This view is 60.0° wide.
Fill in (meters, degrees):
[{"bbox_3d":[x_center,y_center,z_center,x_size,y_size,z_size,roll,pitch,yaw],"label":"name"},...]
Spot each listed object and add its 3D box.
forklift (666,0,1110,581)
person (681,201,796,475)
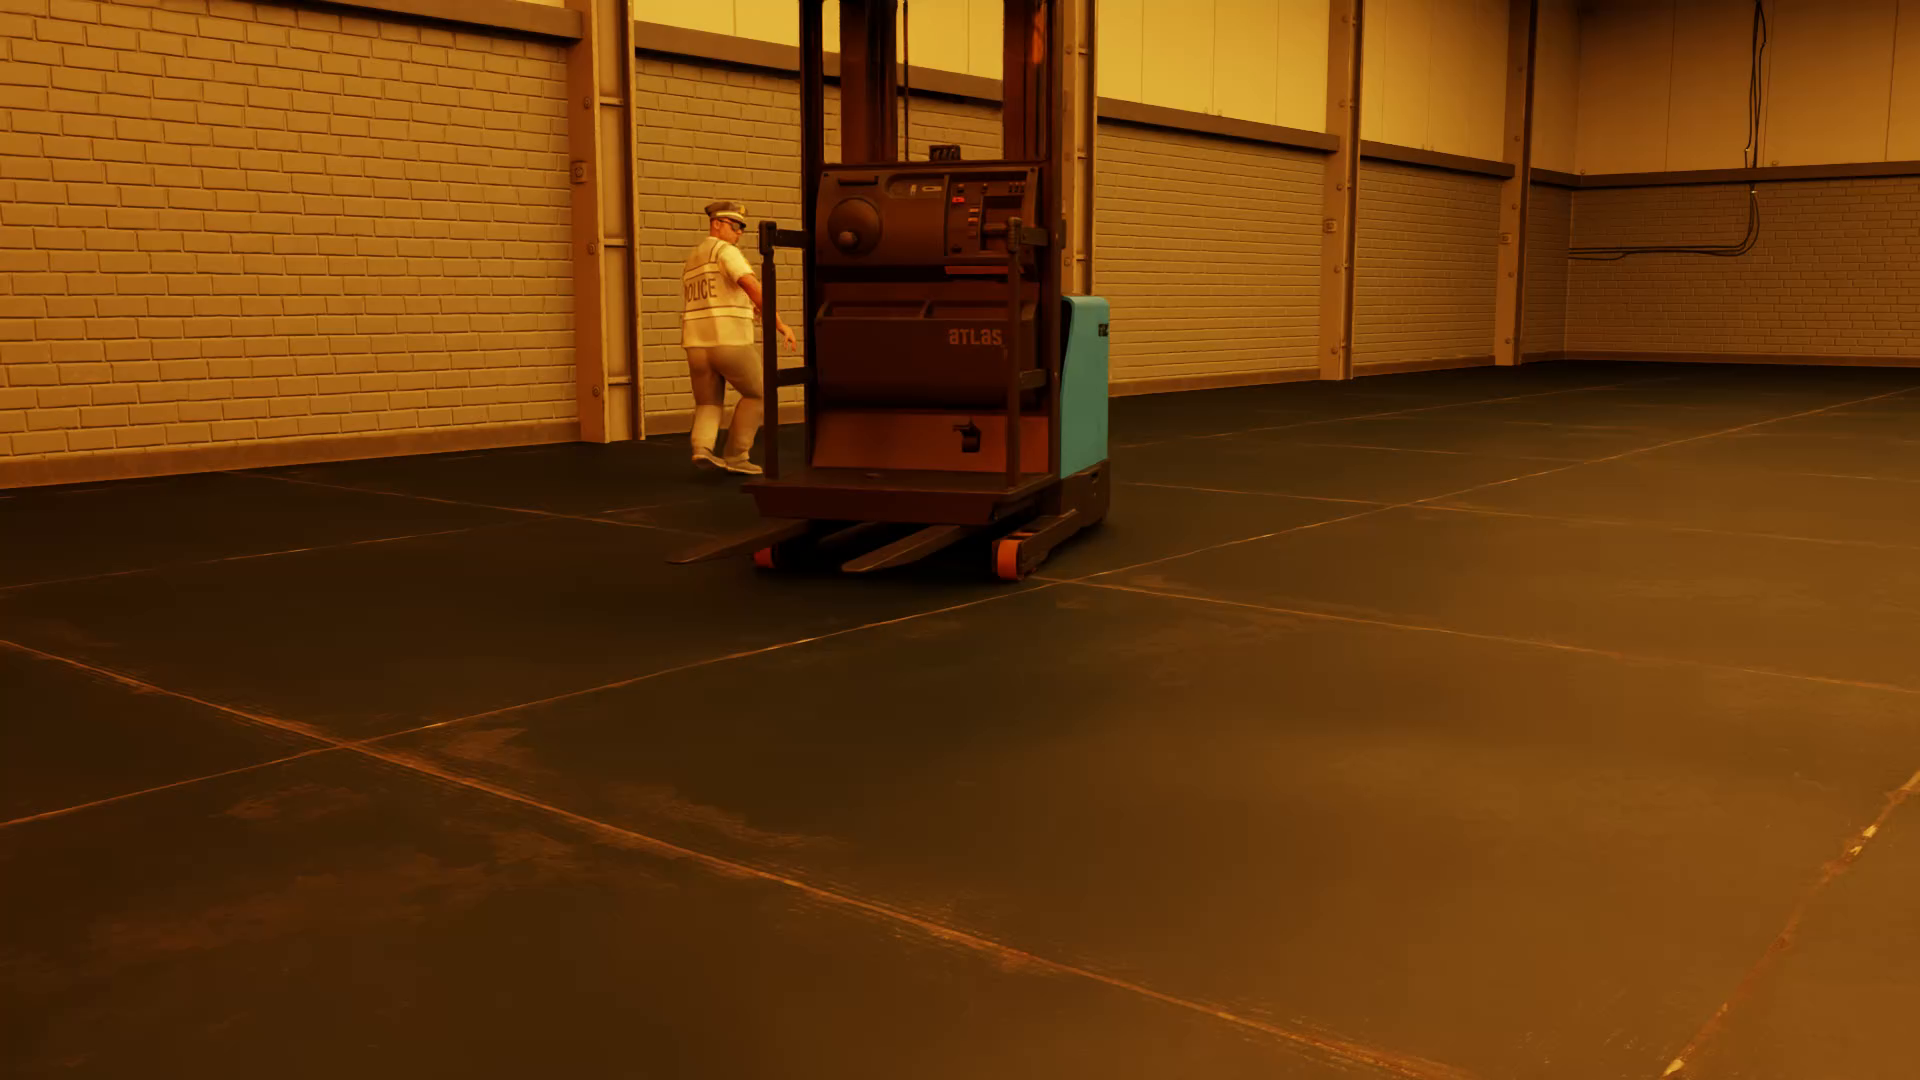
[{"bbox_3d":[-0.198,-1.355,6.545,1.130,2.935,3.031,3,9,17],"label":"forklift"},{"bbox_3d":[-1.287,-1.180,9.892,0.887,1.637,0.867,5,10,29],"label":"person"}]
